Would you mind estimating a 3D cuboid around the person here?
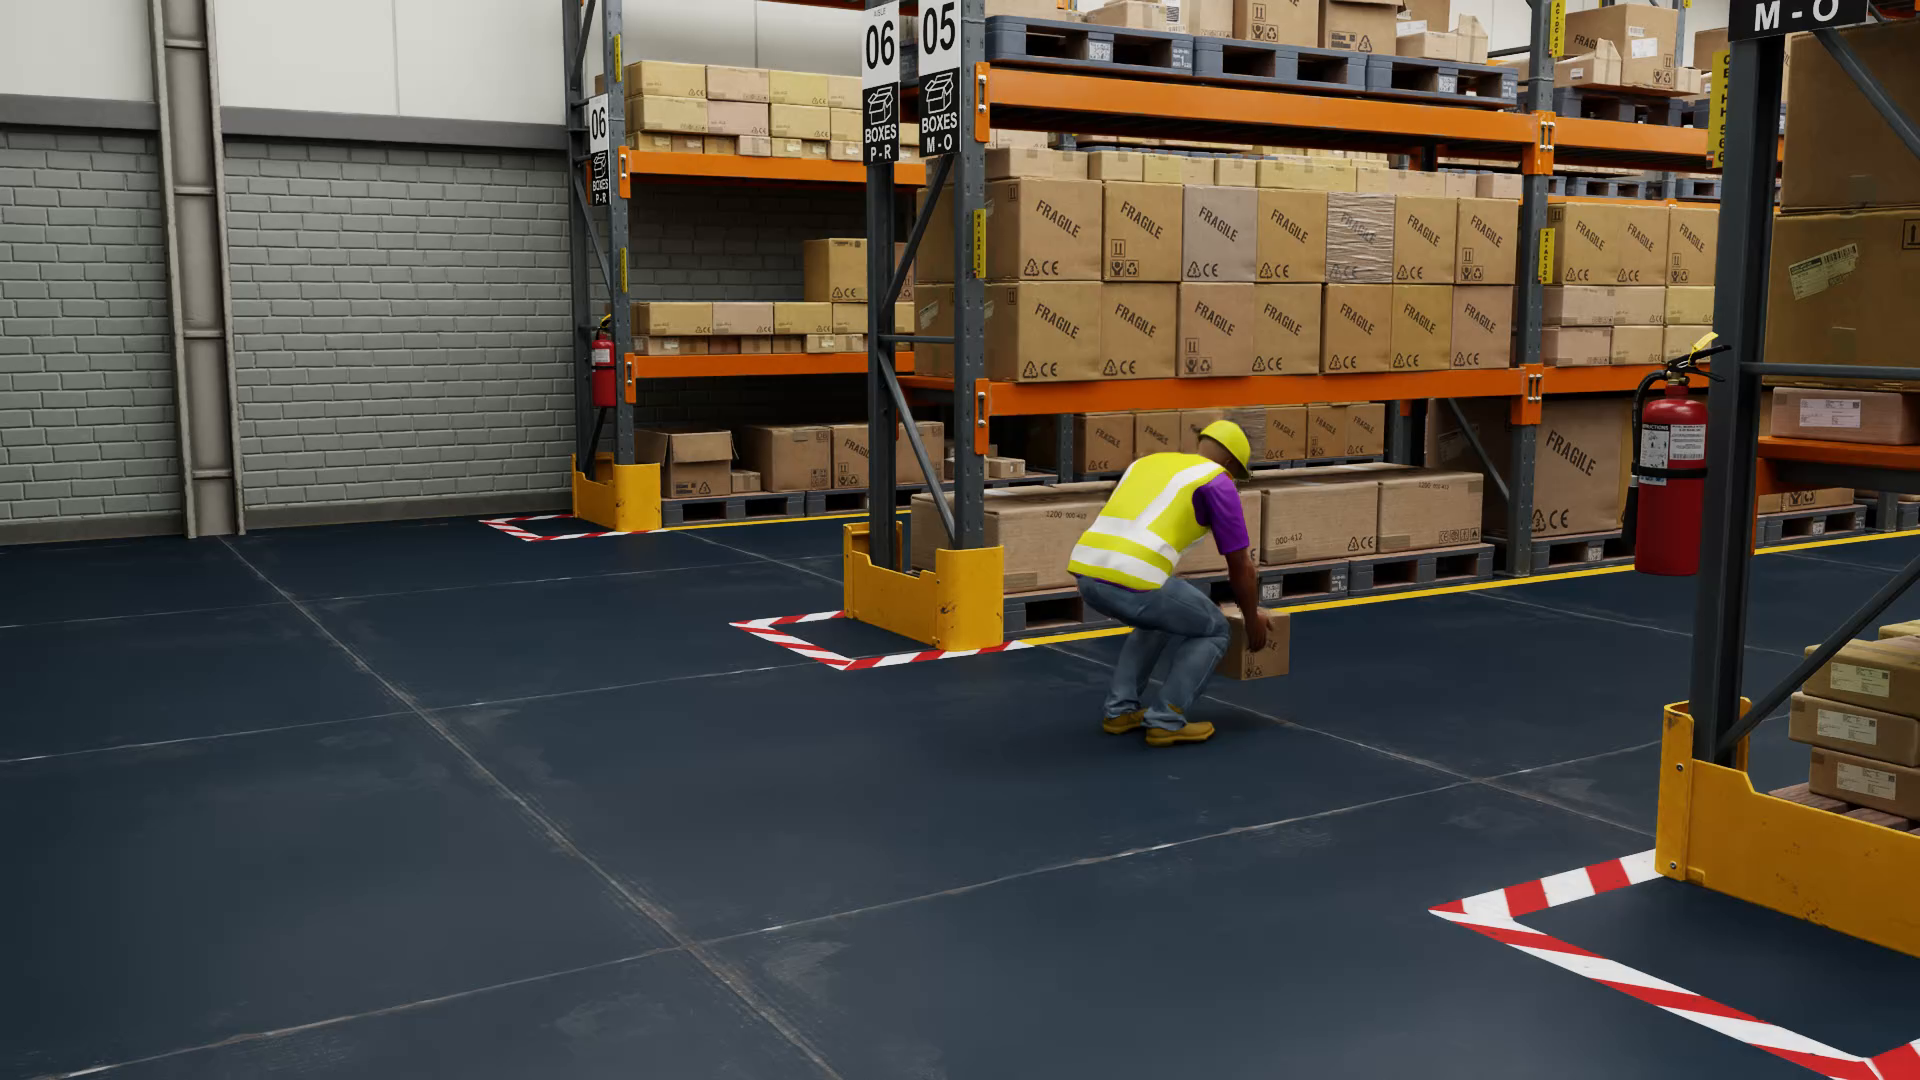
[{"bbox_3d":[0.804,0.153,6.567,0.831,1.233,0.623,-5,9,-31],"label":"person"}]
